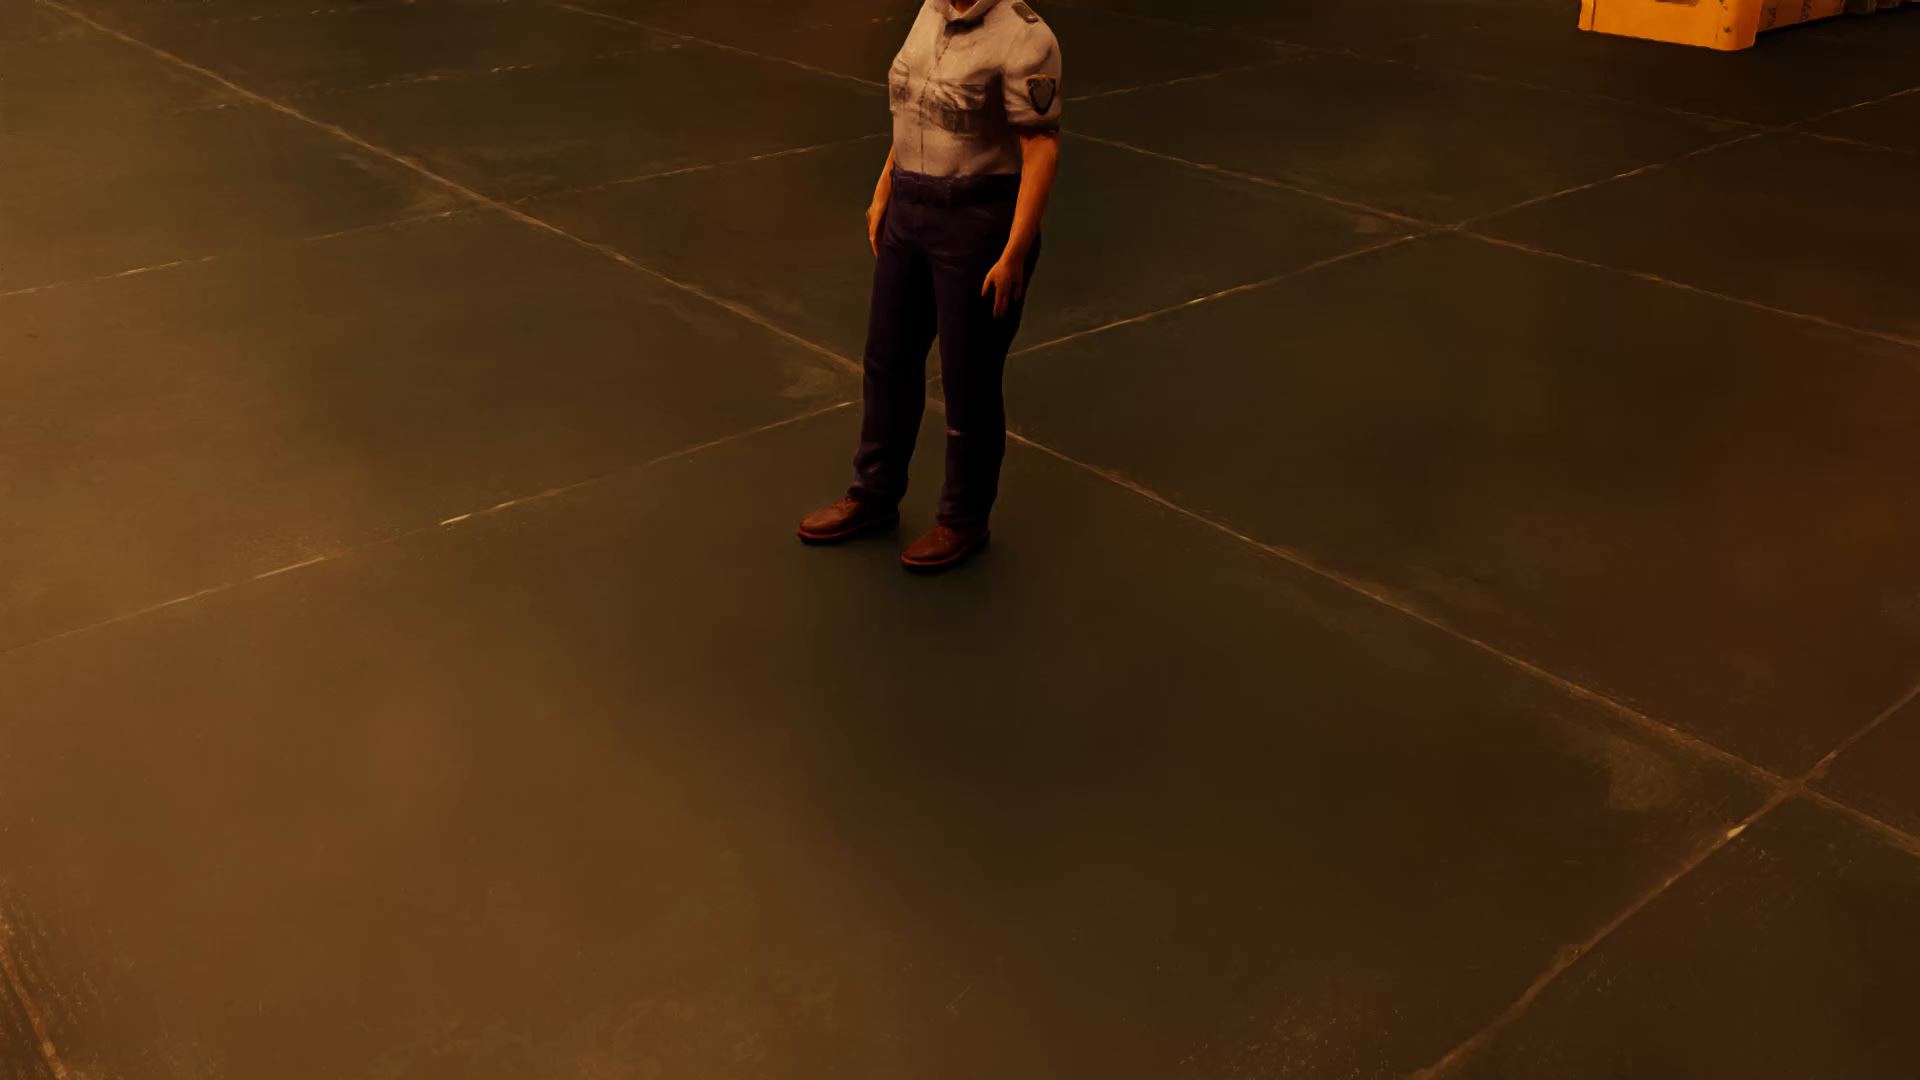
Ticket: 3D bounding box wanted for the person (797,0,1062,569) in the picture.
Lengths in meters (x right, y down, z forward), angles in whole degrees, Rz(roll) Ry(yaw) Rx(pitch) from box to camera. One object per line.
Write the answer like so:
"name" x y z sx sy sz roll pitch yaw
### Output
"person" -0.084 -0.727 4.096 0.502 1.650 0.599 -20 33 -35
